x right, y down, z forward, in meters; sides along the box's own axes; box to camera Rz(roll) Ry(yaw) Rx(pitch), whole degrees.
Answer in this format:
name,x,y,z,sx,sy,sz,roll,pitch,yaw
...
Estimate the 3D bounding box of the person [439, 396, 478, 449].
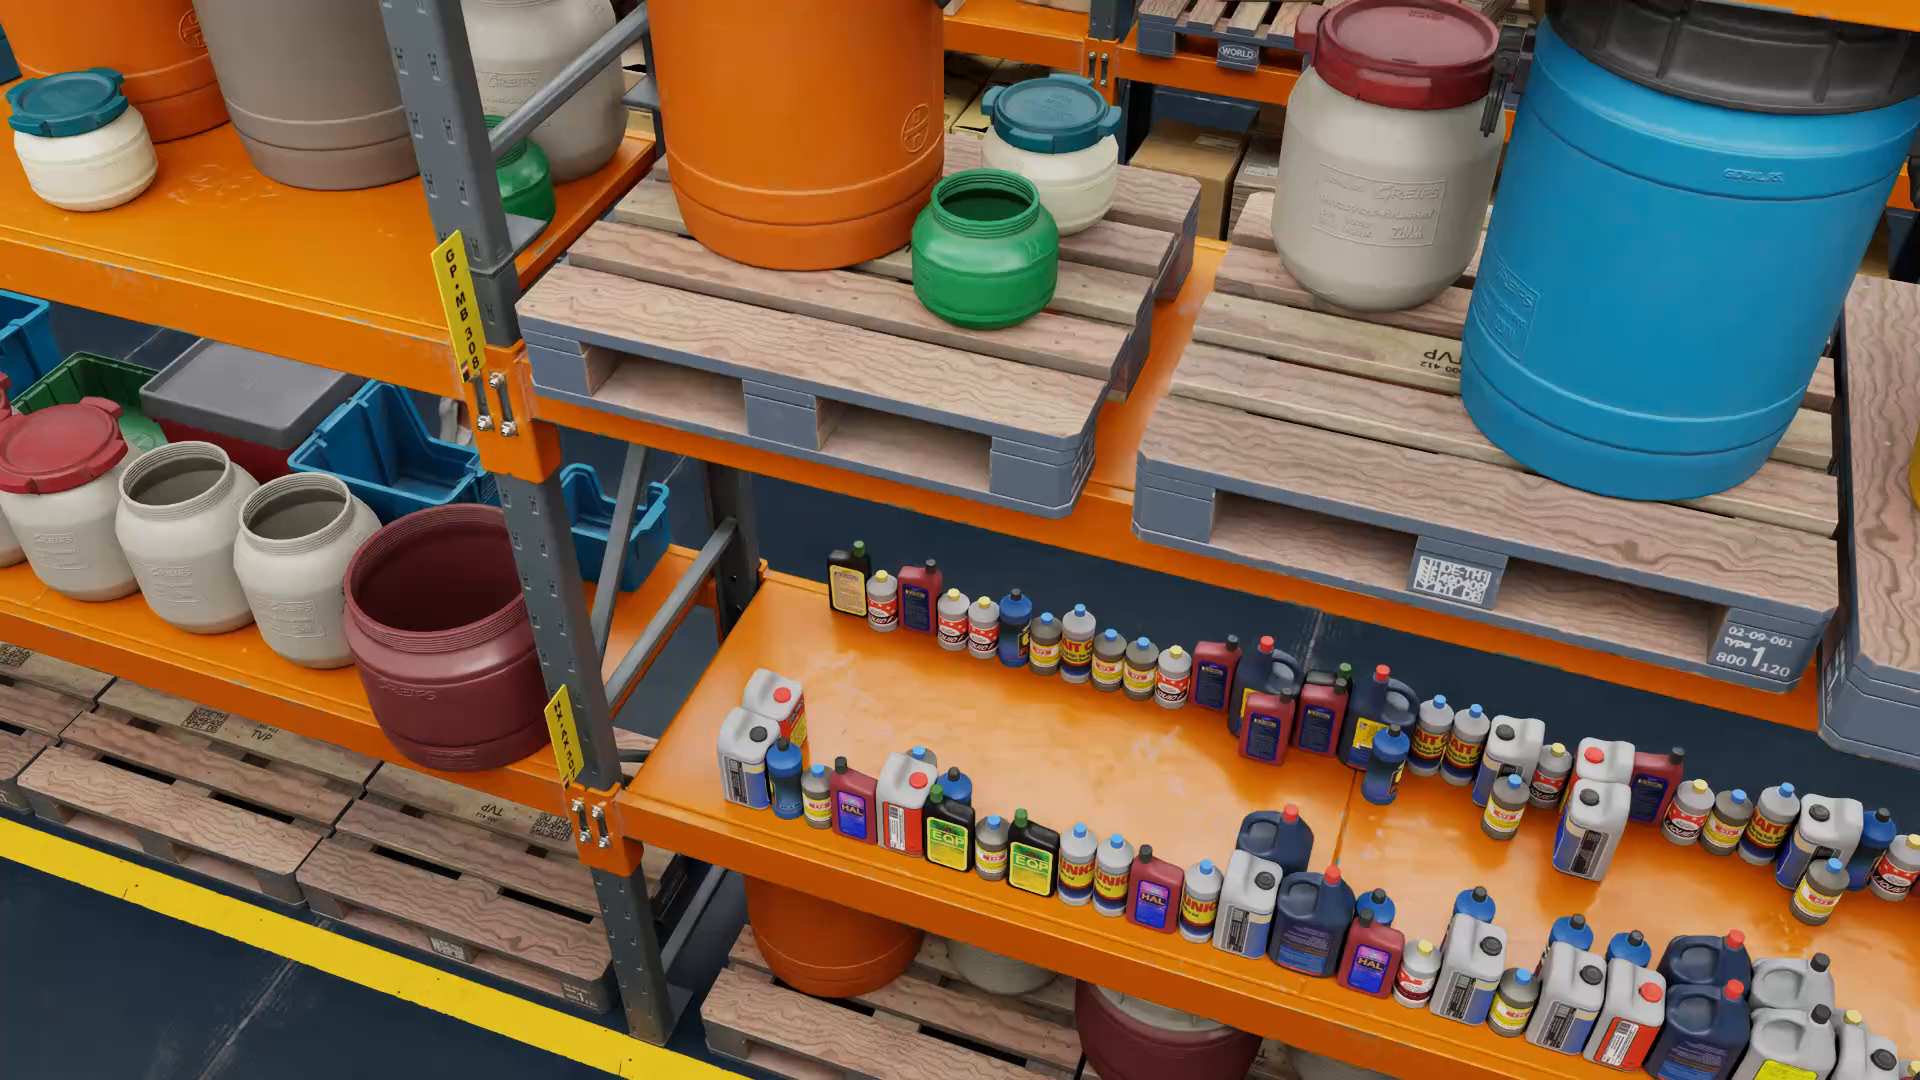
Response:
name,x,y,z,sx,sy,sz,roll,pitch,yaw
person,-1.743,-0.053,6.247,0.456,1.641,0.394,21,46,22
